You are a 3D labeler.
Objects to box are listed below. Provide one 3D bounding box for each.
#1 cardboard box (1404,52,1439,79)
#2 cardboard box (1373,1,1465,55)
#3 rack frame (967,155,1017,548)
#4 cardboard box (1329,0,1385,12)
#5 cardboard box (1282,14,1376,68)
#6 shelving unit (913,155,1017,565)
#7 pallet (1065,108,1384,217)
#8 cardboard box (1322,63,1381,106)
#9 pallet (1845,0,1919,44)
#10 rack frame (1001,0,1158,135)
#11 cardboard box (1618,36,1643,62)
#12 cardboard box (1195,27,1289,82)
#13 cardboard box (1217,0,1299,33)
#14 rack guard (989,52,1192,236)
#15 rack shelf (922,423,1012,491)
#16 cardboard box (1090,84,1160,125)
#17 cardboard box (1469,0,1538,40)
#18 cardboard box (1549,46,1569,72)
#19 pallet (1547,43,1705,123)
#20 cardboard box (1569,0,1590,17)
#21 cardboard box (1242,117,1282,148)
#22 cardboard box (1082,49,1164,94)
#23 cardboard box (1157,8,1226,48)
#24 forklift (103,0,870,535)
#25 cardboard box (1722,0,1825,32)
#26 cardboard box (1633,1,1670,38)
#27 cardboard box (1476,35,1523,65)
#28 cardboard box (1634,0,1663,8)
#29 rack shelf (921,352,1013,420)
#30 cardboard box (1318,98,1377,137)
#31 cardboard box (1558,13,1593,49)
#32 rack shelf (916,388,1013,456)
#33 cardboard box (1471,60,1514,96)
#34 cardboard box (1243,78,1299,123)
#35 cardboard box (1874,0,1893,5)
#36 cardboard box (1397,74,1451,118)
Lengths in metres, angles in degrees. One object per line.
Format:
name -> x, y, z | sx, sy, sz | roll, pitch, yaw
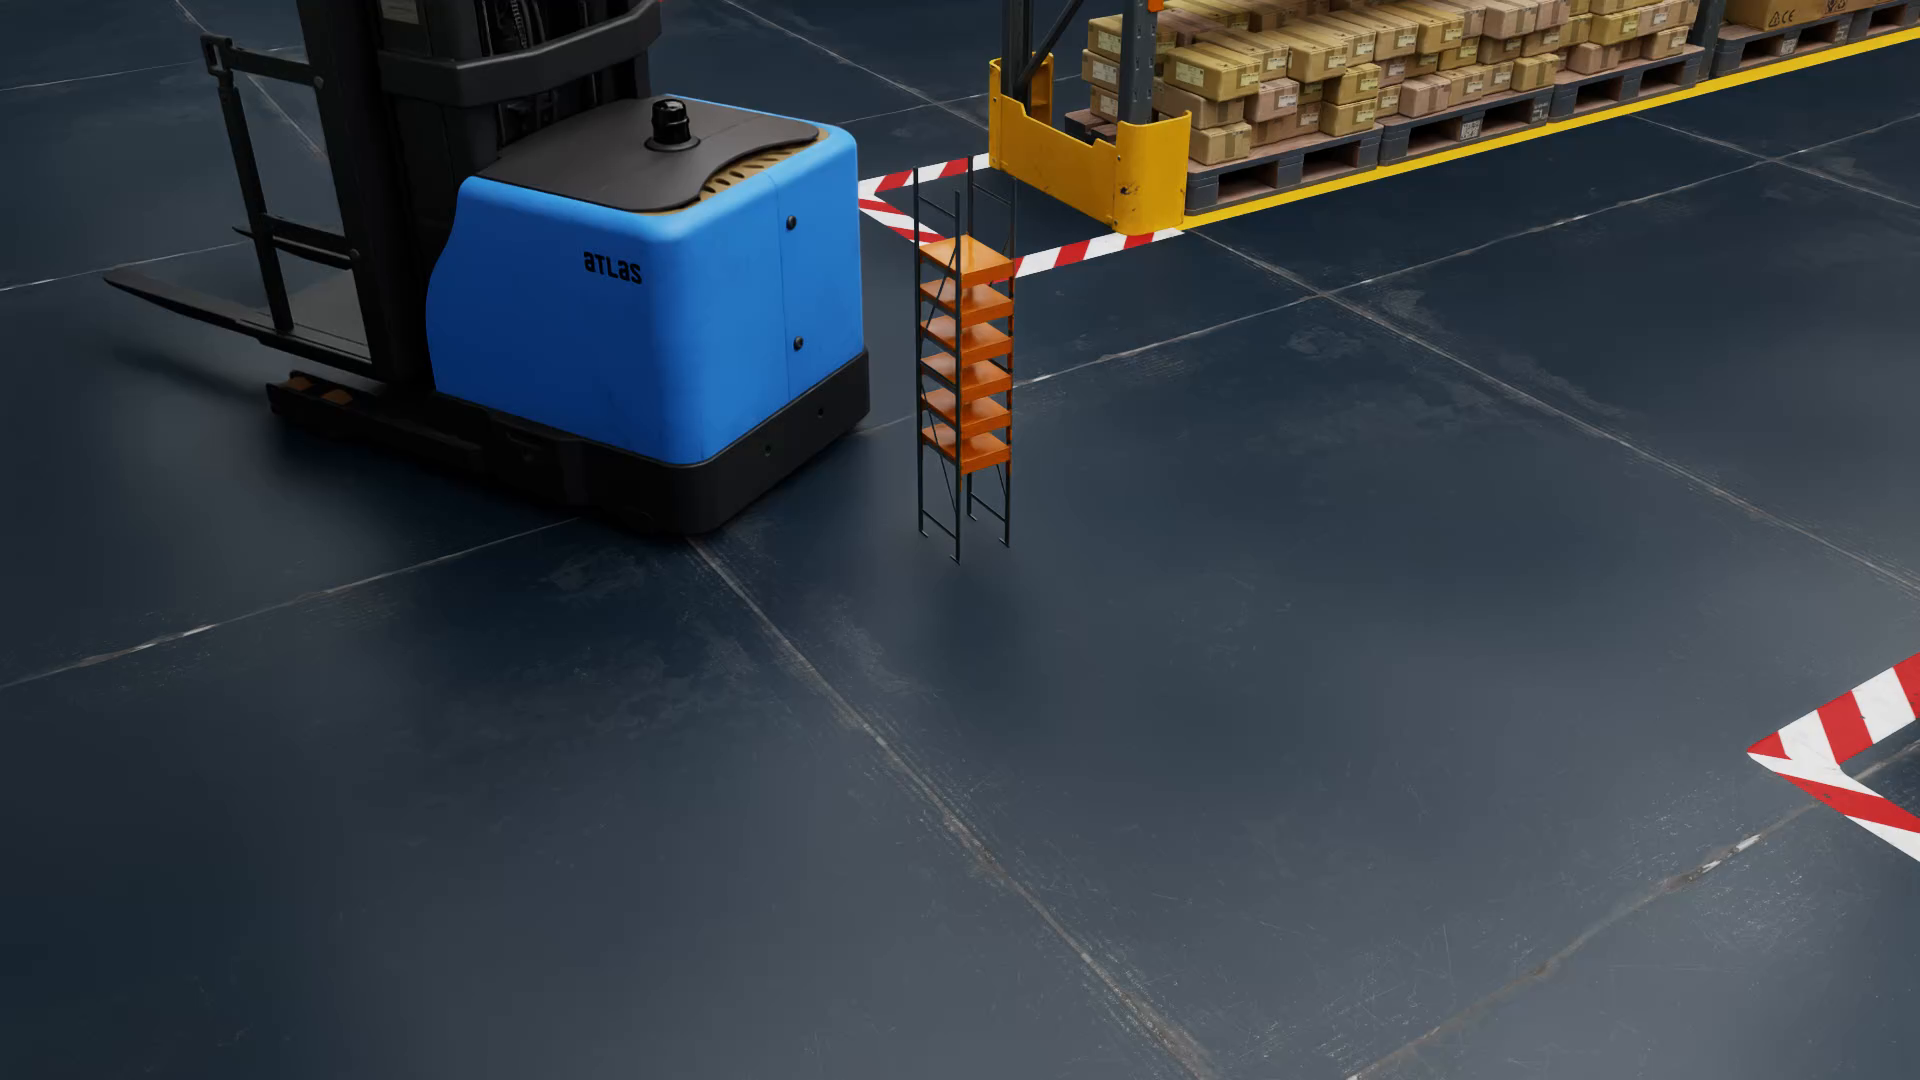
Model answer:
cardboard box -> 2.163, -2.435, 8.298 | 0.250, 0.149, 0.380 | -17, 36, -25
cardboard box -> 2.233, -2.507, 8.134 | 0.250, 0.149, 0.380 | -18, 37, -27
rack frame -> 0.089, -0.538, 4.978 | 0.006, 1.200, 0.240 | -19, 37, -27
cardboard box -> 1.941, -2.739, 8.502 | 0.250, 0.149, 0.380 | -20, 38, -29
cardboard box -> 1.749, -2.375, 7.925 | 0.250, 0.149, 0.380 | -21, 38, -30
shelving unit -> 0.012, -0.512, 4.937 | 0.189, 1.200, 0.258 | -19, 37, -27
pallet -> 1.279, -1.957, 8.154 | 1.213, 0.211, 1.003 | -19, 37, -27
cardboard box -> 1.786, -2.219, 7.956 | 0.250, 0.149, 0.380 | -18, 36, -26
pallet -> 5.555, -3.452, 10.525 | 1.213, 0.211, 1.003 | -19, 37, -27
rack frame -> 0.513, -2.895, 7.028 | 0.127, 3.000, 1.000 | -19, 37, -27
cardboard box -> 3.466, -2.719, 9.028 | 0.250, 0.149, 0.380 | -18, 36, -26
cardboard box -> 1.304, -2.251, 7.728 | 0.250, 0.149, 0.380 | -18, 37, -26
cardboard box -> 1.464, -2.610, 8.297 | 0.250, 0.149, 0.380 | -21, 38, -29
rack guard -> 0.577, -1.860, 7.730 | 0.348, 0.500, 1.175 | -19, 37, -27
rack shelf -> 0.012, -0.271, 5.088 | 0.180, 0.103, 0.258 | -19, 37, -27
cardboard box -> 0.843, -2.113, 8.066 | 0.250, 0.149, 0.380 | -18, 37, -26
cardboard box -> 2.661, -2.645, 8.353 | 0.250, 0.149, 0.380 | -20, 38, -29
cardboard box -> 2.992, -2.592, 8.827 | 0.250, 0.149, 0.380 | -20, 37, -28
pallet -> 3.330, -2.662, 9.272 | 1.213, 0.211, 1.003 | -19, 37, -27
cardboard box -> 3.058, -2.848, 8.675 | 0.250, 0.149, 0.380 | -18, 36, -26
cardboard box -> 1.303, -1.987, 7.867 | 0.250, 0.149, 0.380 | -19, 37, -27
cardboard box -> 0.802, -2.273, 8.042 | 0.250, 0.149, 0.380 | -20, 37, -29
cardboard box -> 1.063, -2.432, 8.015 | 0.250, 0.149, 0.380 | -18, 37, -26
forklift -> -1.850, -1.821, 5.390 | 3.031, 2.935, 1.130 | 17, 36, 25
cardboard box -> 4.640, -3.266, 9.566 | 0.500, 0.500, 0.500 | -17, 36, -25
cardboard box -> 3.562, -2.832, 8.927 | 0.250, 0.149, 0.380 | -21, 38, -29
cardboard box -> 2.643, -2.567, 8.507 | 0.250, 0.149, 0.380 | -21, 38, -29
cardboard box -> 3.524, -2.964, 8.857 | 0.250, 0.149, 0.380 | -18, 37, -27
rack shelf -> 0.012, -0.474, 4.960 | 0.180, 0.103, 0.258 | -19, 37, -27
cardboard box -> 1.782, -2.087, 8.025 | 0.250, 0.149, 0.380 | -18, 37, -27
cardboard box -> 3.082, -2.718, 8.746 | 0.250, 0.149, 0.380 | -19, 37, -27
rack shelf -> 0.012, -0.373, 5.024 | 0.180, 0.103, 0.258 | -19, 37, -27
cardboard box -> 2.605, -2.413, 8.542 | 0.250, 0.149, 0.380 | -18, 37, -26
cardboard box -> 1.353, -2.083, 7.740 | 0.250, 0.149, 0.380 | -19, 37, -27
cardboard box -> 5.517, -3.578, 10.059 | 0.500, 0.500, 0.500 | -18, 37, -26
cardboard box -> 2.201, -2.236, 8.262 | 0.250, 0.149, 0.380 | -21, 38, -30
